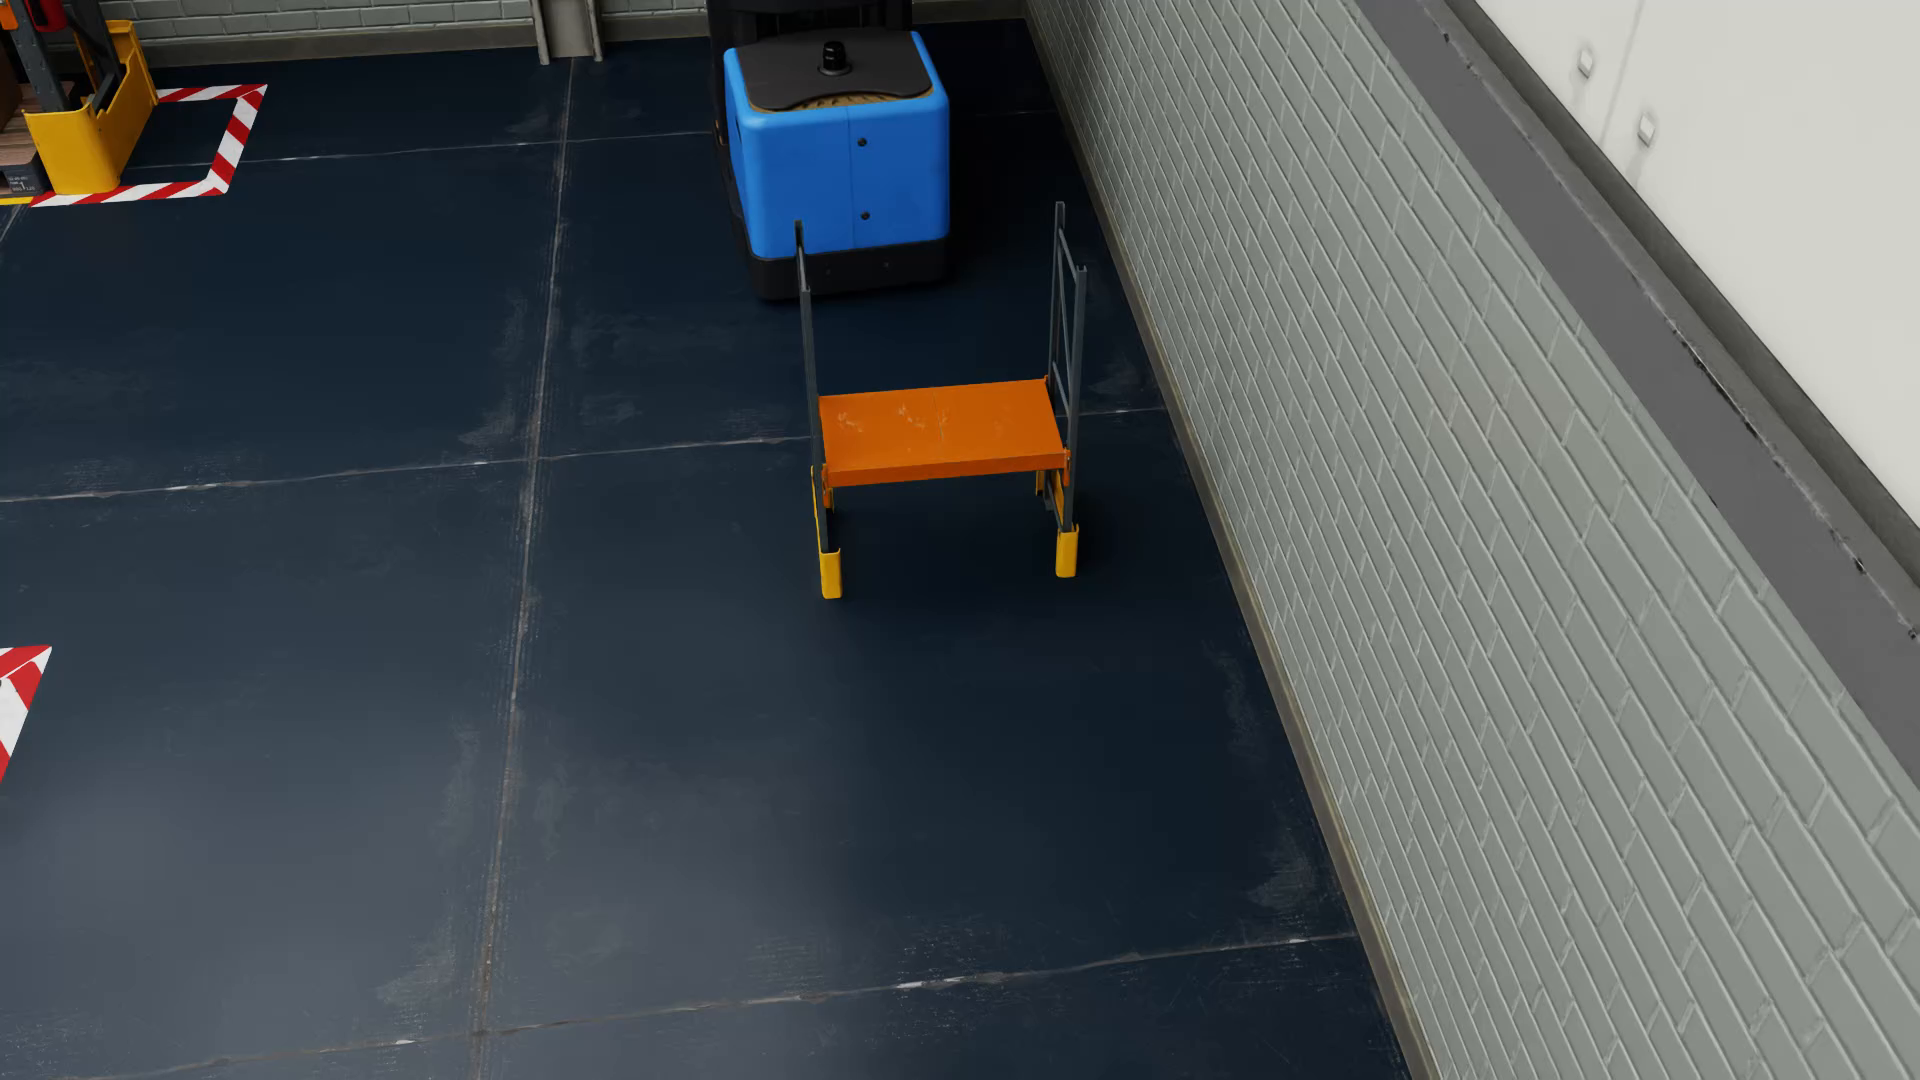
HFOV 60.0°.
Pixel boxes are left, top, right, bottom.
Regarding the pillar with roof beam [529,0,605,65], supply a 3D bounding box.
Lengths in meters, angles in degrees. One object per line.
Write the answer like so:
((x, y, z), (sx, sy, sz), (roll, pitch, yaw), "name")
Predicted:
((-1.941, -3.636, 4.563), (0.400, 9.000, 9.100), (-5, 42, -6), "pillar with roof beam")

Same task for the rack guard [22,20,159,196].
((-5.041, -2.533, 9.685), (0.348, 0.500, 1.175), (-5, 42, -6), "rack guard")

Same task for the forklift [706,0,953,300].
((-0.850, -3.314, 8.736), (1.130, 2.935, 3.031), (-8, 43, -9), "forklift")

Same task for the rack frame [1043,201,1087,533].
((0.419, -0.594, 6.788), (0.032, 1.500, 0.500), (-5, 42, -6), "rack frame")

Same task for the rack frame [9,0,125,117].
((-5.064, -3.459, 8.845), (0.127, 3.000, 1.000), (-5, 42, -6), "rack frame")

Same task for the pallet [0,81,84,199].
((-5.847, -2.302, 9.645), (1.213, 0.211, 1.003), (-5, 42, -6), "pallet")

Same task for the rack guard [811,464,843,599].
((-0.569, -0.043, 7.111), (0.087, 0.250, 0.587), (-5, 42, -6), "rack guard")

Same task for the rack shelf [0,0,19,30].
((-7.047, -3.018, 8.894), (4.000, 0.370, 1.077), (-5, 42, -6), "rack shelf")

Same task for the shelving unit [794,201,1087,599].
((-0.076, -0.550, 6.740), (1.083, 1.500, 0.587), (-5, 42, -6), "shelving unit")

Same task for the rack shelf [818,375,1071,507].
((-0.085, -0.416, 6.860), (1.000, 0.185, 0.538), (-5, 42, -6), "rack shelf")

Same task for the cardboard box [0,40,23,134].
((-5.745, -2.559, 9.401), (0.500, 0.500, 0.700), (-5, 42, -6), "cardboard box")

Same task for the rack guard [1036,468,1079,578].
((0.418, -0.129, 7.207), (0.087, 0.250, 0.587), (-5, 42, -6), "rack guard")

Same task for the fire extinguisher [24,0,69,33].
((-4.855, -2.998, 8.671), (0.183, 0.674, 0.296), (-5, 42, -6), "fire extinguisher")

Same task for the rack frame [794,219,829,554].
((-0.589, -0.505, 6.691), (0.032, 1.500, 0.500), (-5, 42, -6), "rack frame")
